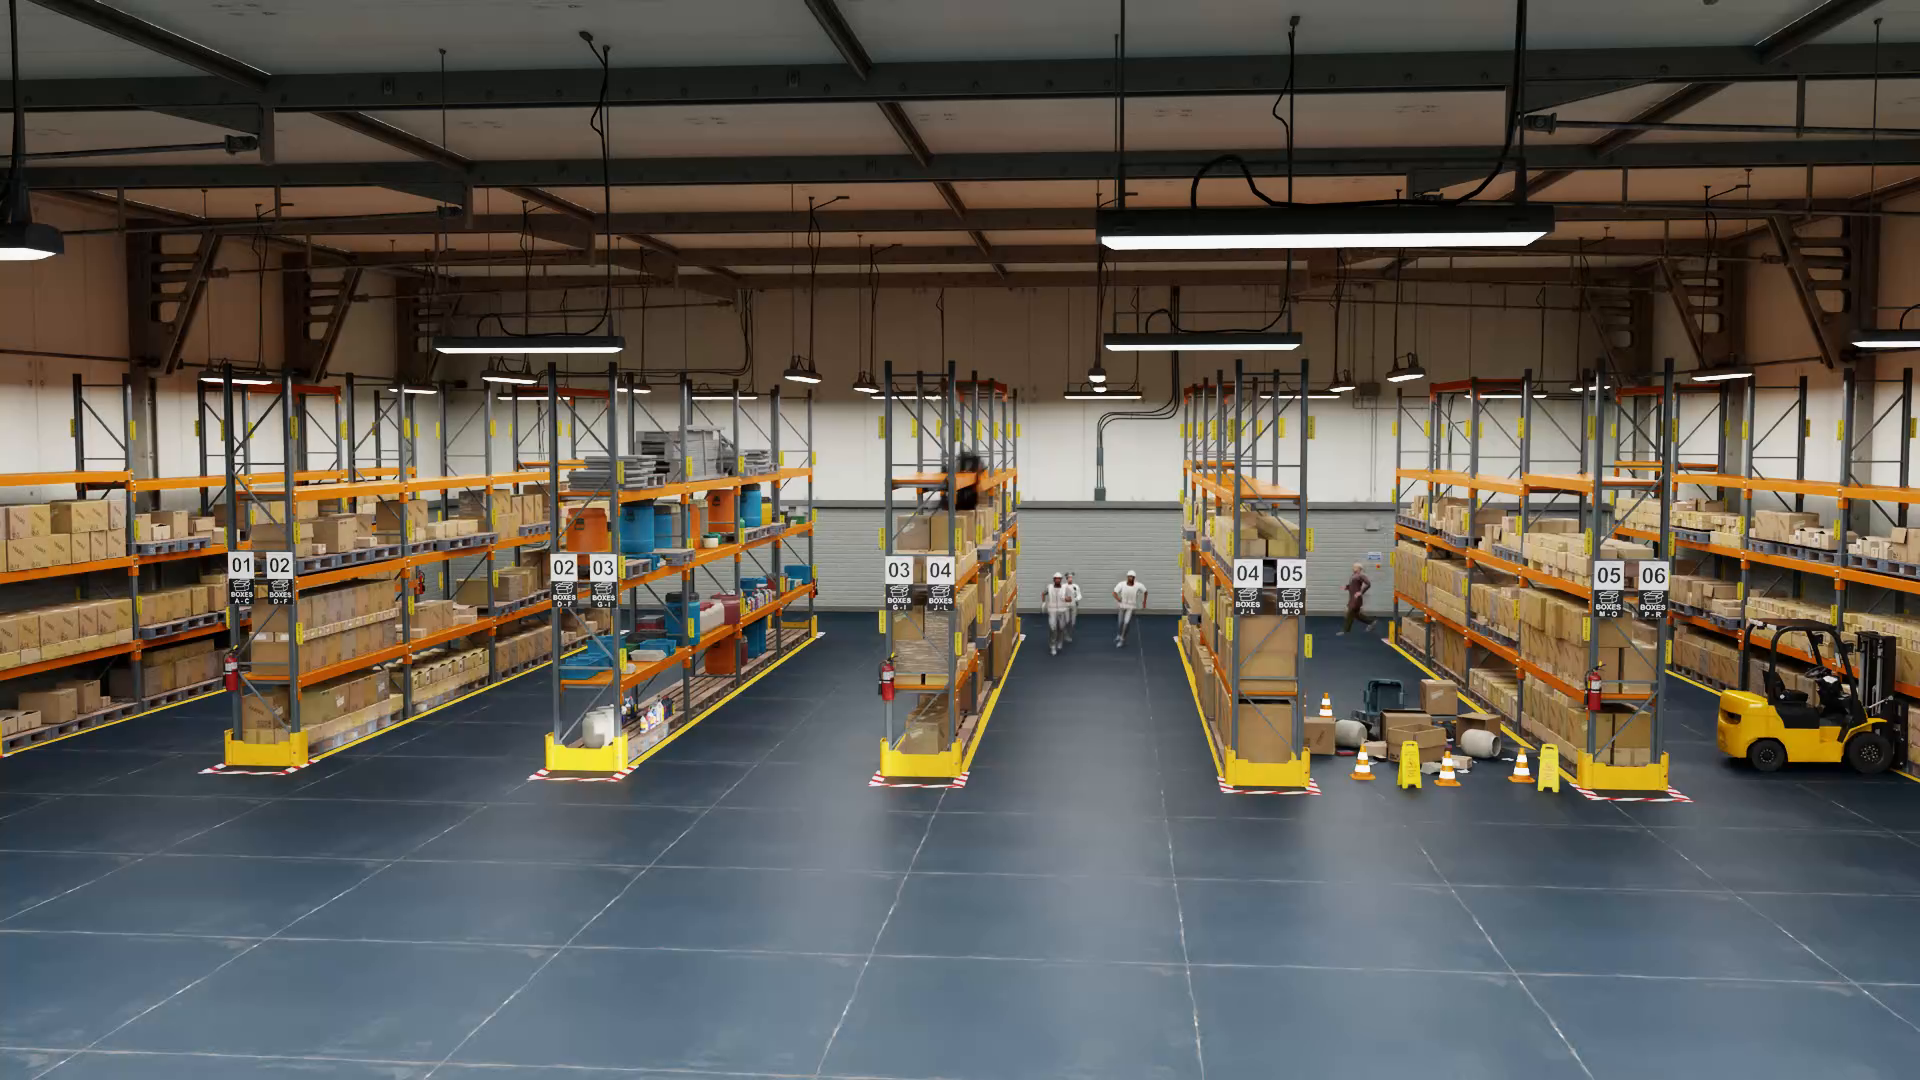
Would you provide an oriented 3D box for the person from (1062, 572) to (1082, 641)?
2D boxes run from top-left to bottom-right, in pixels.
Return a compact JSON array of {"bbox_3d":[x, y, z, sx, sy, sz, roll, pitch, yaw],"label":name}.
[{"bbox_3d":[2.590,1.580,39.321,0.595,1.660,0.587,-1,4,-8],"label":"person"}]

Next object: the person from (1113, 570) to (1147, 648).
[{"bbox_3d":[3.930,1.586,38.700,0.786,1.770,0.814,1,4,16],"label":"person"}]

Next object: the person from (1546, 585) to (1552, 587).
[{"bbox_3d":[12.533,1.769,35.734,0.646,1.752,0.655,0,4,-7],"label":"person"}]

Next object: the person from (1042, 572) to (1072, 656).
[{"bbox_3d":[2.180,1.644,37.392,0.666,1.840,0.810,0,4,-2],"label":"person"}]

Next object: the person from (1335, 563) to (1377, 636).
[{"bbox_3d":[9.632,1.444,40.379,1.040,1.773,0.710,0,4,-2],"label":"person"}]
